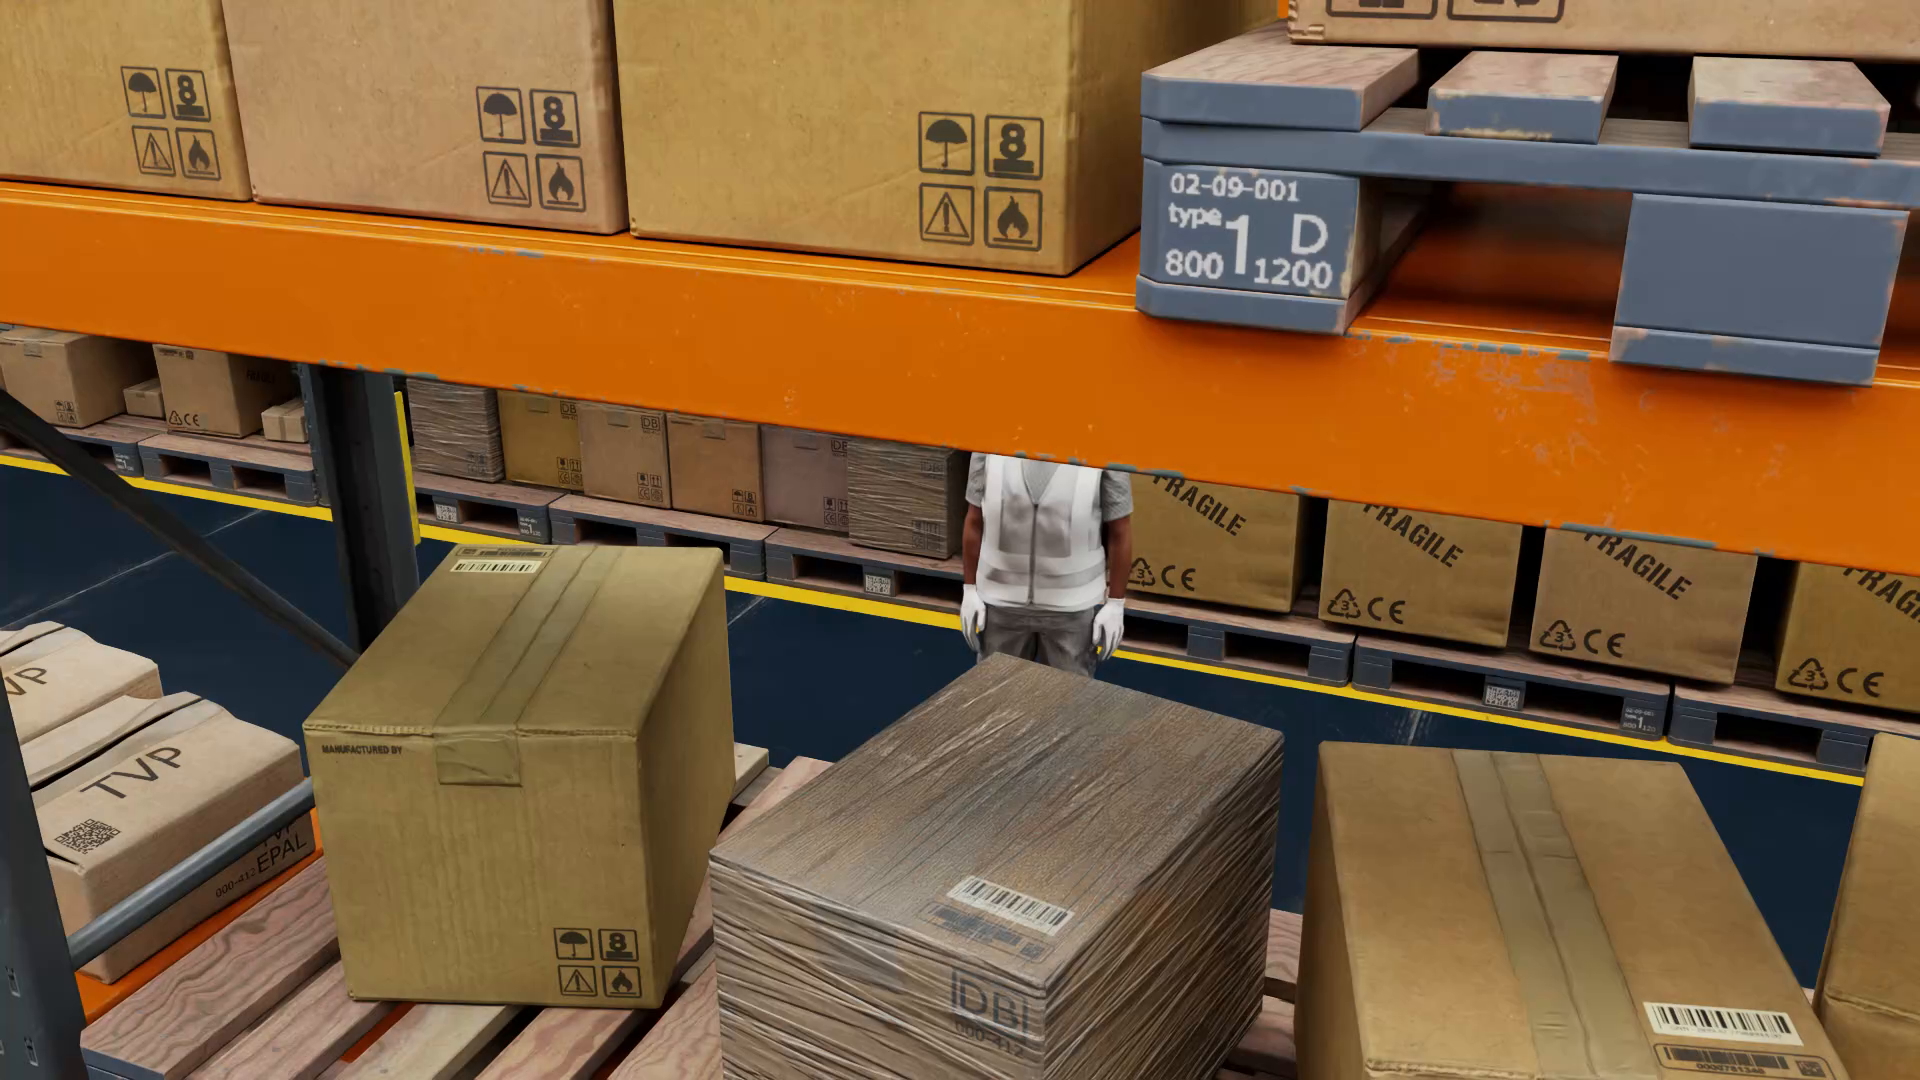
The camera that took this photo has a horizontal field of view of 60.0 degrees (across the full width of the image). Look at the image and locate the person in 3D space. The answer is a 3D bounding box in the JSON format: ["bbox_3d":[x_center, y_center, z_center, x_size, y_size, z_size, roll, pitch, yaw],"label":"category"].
[{"bbox_3d":[0.279,0.204,5.494,0.558,1.787,0.385,5,23,12],"label":"person"}]
